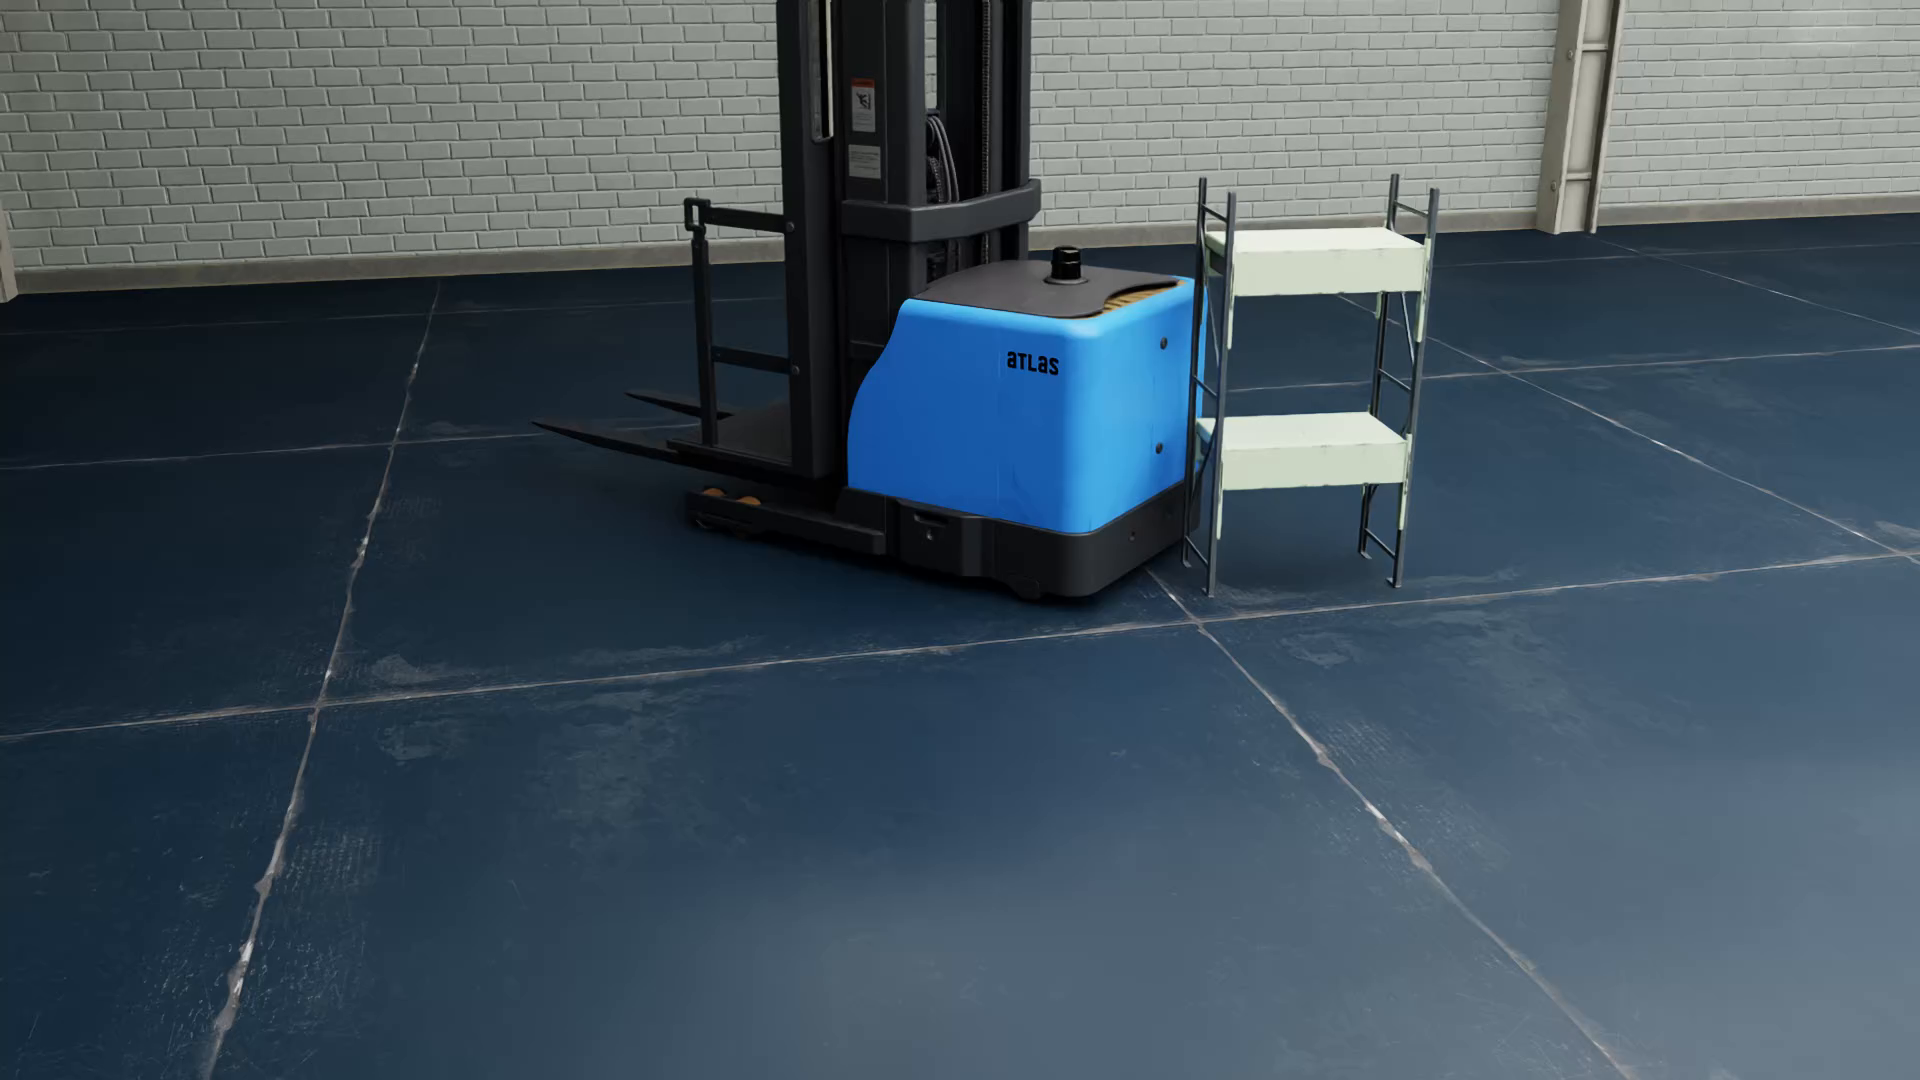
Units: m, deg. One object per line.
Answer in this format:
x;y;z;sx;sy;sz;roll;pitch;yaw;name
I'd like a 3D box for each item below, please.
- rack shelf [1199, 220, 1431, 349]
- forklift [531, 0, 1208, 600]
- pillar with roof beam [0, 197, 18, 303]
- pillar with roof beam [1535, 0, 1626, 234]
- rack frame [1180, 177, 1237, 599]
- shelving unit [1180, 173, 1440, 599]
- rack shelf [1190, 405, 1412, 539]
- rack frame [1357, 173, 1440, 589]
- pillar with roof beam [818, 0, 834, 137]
1.274;-0.937;6.058;0.720;0.370;0.431;-3;20;-8;rack shelf
-0.533;-1.524;6.714;3.031;2.935;1.130;13;24;31;forklift
-5.646;-4.417;5.791;0.400;9.000;9.100;-5;21;-12;pillar with roof beam
6.032;-5.367;8.383;0.400;9.000;9.100;-5;21;-12;pillar with roof beam
0.911;-0.553;6.144;0.023;1.500;0.400;-3;20;-8;rack frame
1.274;-0.571;6.192;0.755;1.500;0.431;-3;20;-8;shelving unit
1.274;-0.265;6.304;0.720;0.370;0.431;-3;20;-8;rack shelf
1.636;-0.588;6.240;0.023;1.500;0.400;-3;20;-8;rack frame
0.193;-4.892;7.087;0.400;9.000;9.100;-5;21;-12;pillar with roof beam
